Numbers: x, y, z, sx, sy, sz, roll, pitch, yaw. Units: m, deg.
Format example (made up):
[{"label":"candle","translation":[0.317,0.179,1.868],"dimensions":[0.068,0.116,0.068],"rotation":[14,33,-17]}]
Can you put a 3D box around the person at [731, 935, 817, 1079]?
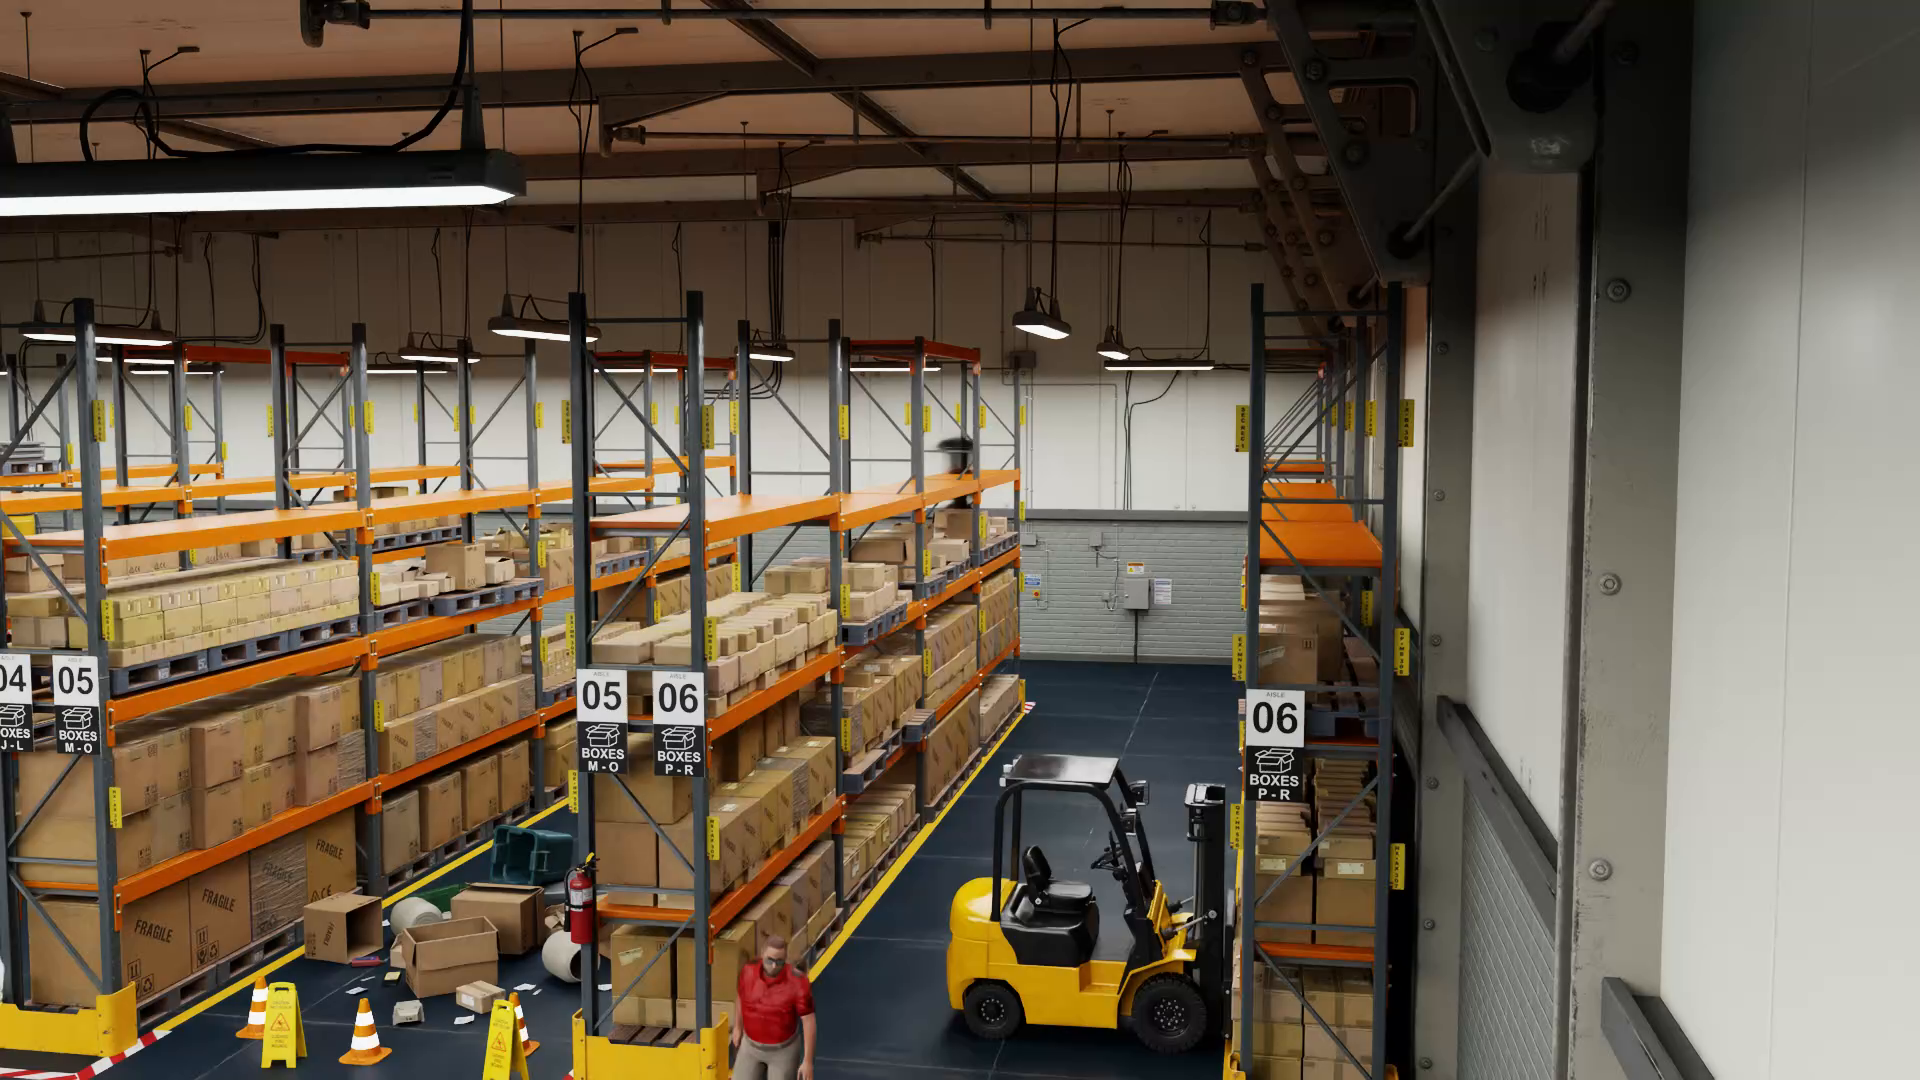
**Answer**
[{"label":"person","translation":[-1.258,3.429,11.222],"dimensions":[0.703,1.682,0.599],"rotation":[1,5,16]}]

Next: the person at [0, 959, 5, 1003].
[{"label":"person","translation":[-7.268,3.410,12.096],"dimensions":[0.855,1.607,0.651],"rotation":[2,5,27]}]
